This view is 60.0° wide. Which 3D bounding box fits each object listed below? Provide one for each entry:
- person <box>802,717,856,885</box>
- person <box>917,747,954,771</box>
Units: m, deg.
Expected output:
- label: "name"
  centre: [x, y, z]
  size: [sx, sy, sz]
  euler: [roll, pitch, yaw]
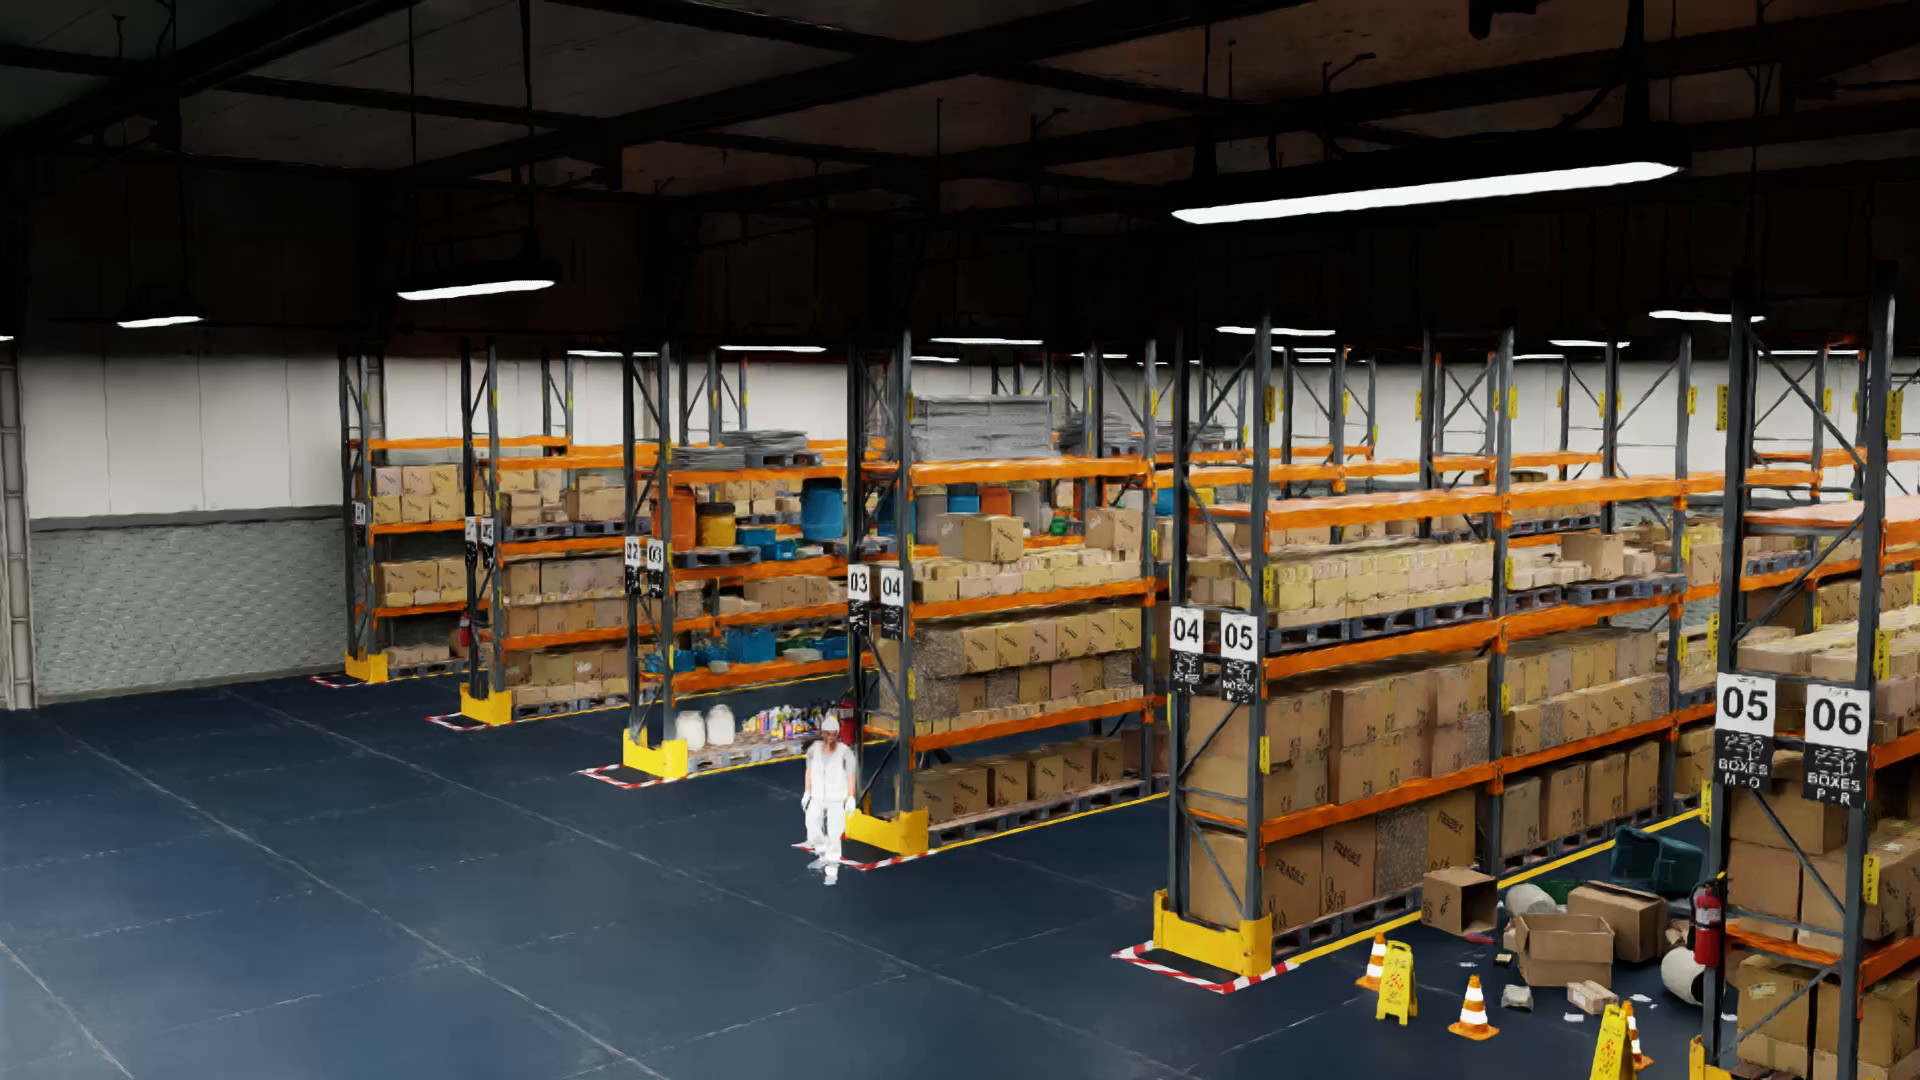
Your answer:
- label: "person"
  centre: [-1.372, 2.716, 17.524]
  size: [0.589, 1.777, 0.577]
  euler: [1, 5, 14]
- label: "person"
  centre: [-0.409, 2.426, 21.642]
  size: [1.088, 1.574, 0.447]
  euler: [-4, 7, -39]
